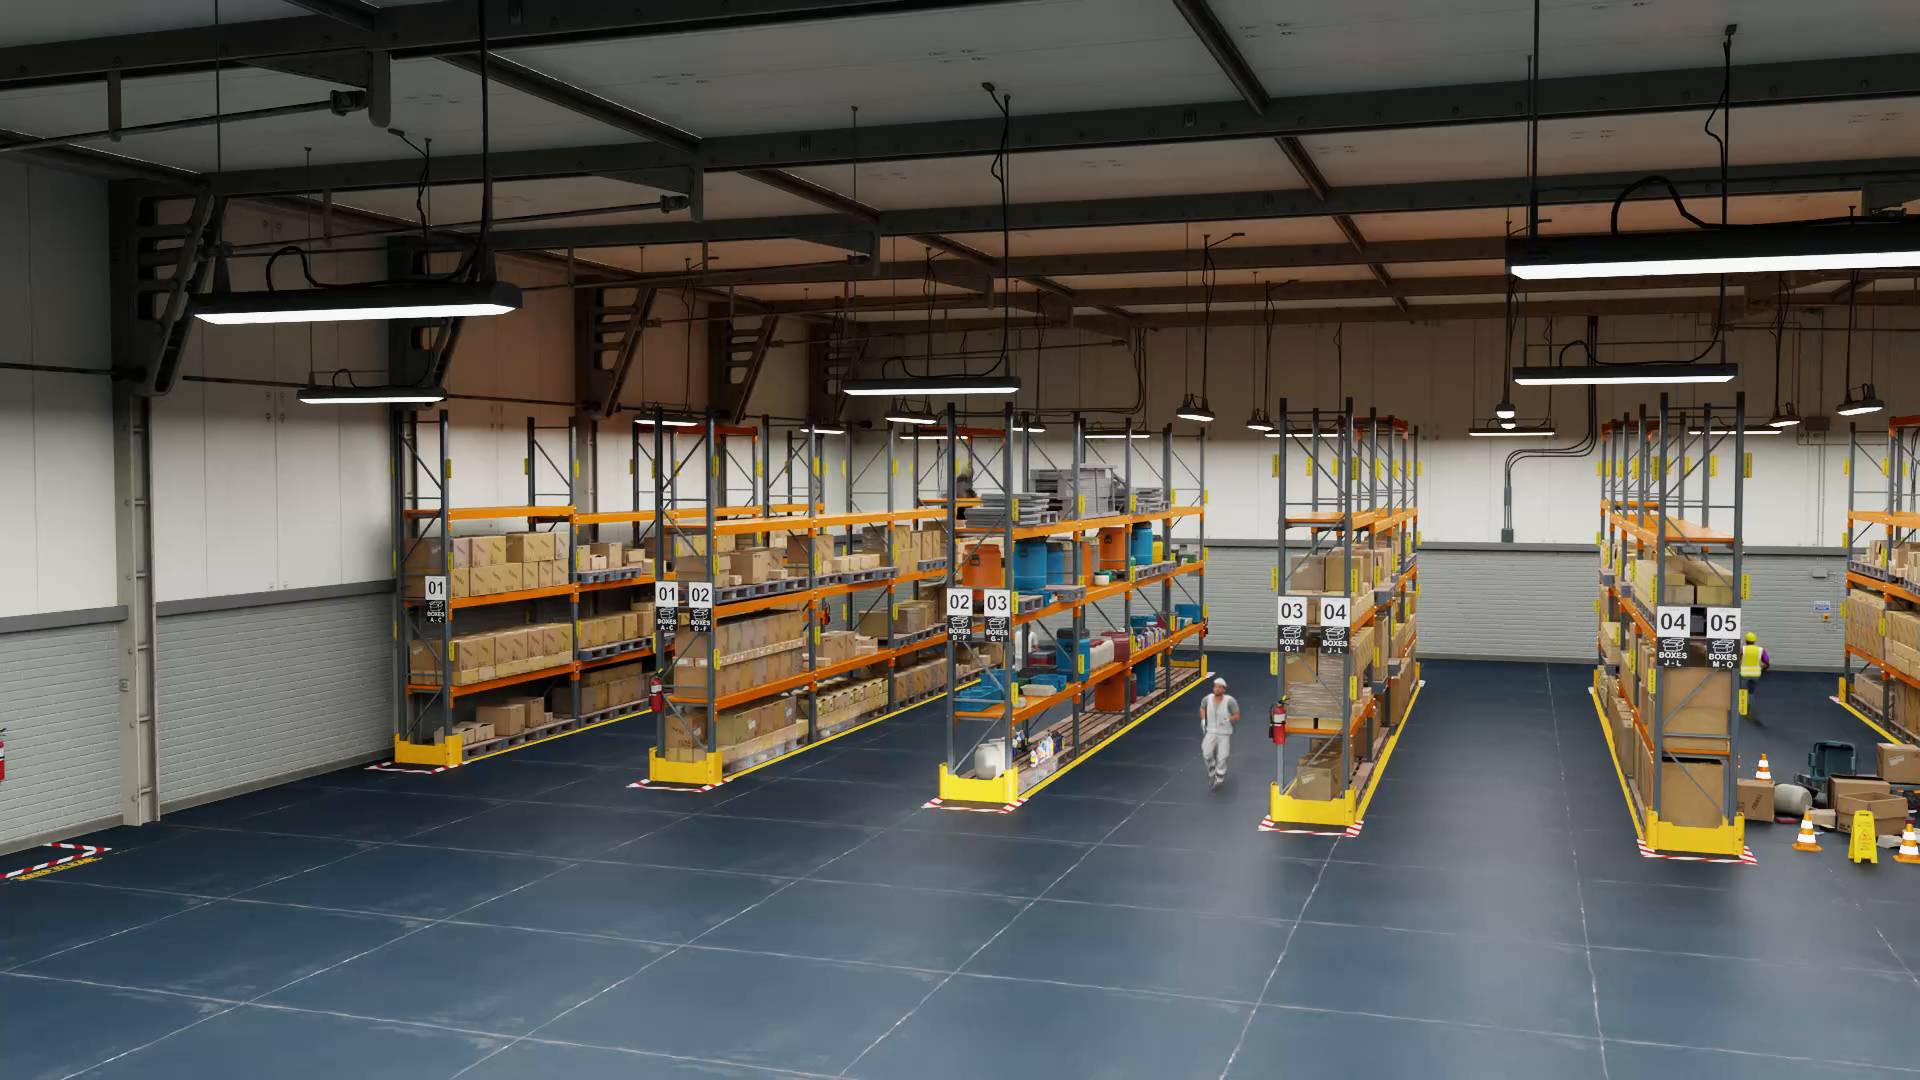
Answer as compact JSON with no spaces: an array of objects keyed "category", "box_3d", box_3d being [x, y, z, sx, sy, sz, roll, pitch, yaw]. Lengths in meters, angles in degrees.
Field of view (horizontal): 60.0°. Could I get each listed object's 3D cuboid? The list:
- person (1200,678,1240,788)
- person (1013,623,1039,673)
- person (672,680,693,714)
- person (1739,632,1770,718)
[{"category":"person","box_3d":[4.007,3.004,25.801,0.651,1.736,0.678,1,3,20]},{"category":"person","box_3d":[1.372,2.581,35.996,0.681,1.737,0.627,1,3,14]},{"category":"person","box_3d":[-4.985,2.886,30.204,0.618,1.684,0.761,1,3,20]},{"category":"person","box_3d":[15.827,2.713,33.306,0.677,1.720,0.589,0,2,11]}]
